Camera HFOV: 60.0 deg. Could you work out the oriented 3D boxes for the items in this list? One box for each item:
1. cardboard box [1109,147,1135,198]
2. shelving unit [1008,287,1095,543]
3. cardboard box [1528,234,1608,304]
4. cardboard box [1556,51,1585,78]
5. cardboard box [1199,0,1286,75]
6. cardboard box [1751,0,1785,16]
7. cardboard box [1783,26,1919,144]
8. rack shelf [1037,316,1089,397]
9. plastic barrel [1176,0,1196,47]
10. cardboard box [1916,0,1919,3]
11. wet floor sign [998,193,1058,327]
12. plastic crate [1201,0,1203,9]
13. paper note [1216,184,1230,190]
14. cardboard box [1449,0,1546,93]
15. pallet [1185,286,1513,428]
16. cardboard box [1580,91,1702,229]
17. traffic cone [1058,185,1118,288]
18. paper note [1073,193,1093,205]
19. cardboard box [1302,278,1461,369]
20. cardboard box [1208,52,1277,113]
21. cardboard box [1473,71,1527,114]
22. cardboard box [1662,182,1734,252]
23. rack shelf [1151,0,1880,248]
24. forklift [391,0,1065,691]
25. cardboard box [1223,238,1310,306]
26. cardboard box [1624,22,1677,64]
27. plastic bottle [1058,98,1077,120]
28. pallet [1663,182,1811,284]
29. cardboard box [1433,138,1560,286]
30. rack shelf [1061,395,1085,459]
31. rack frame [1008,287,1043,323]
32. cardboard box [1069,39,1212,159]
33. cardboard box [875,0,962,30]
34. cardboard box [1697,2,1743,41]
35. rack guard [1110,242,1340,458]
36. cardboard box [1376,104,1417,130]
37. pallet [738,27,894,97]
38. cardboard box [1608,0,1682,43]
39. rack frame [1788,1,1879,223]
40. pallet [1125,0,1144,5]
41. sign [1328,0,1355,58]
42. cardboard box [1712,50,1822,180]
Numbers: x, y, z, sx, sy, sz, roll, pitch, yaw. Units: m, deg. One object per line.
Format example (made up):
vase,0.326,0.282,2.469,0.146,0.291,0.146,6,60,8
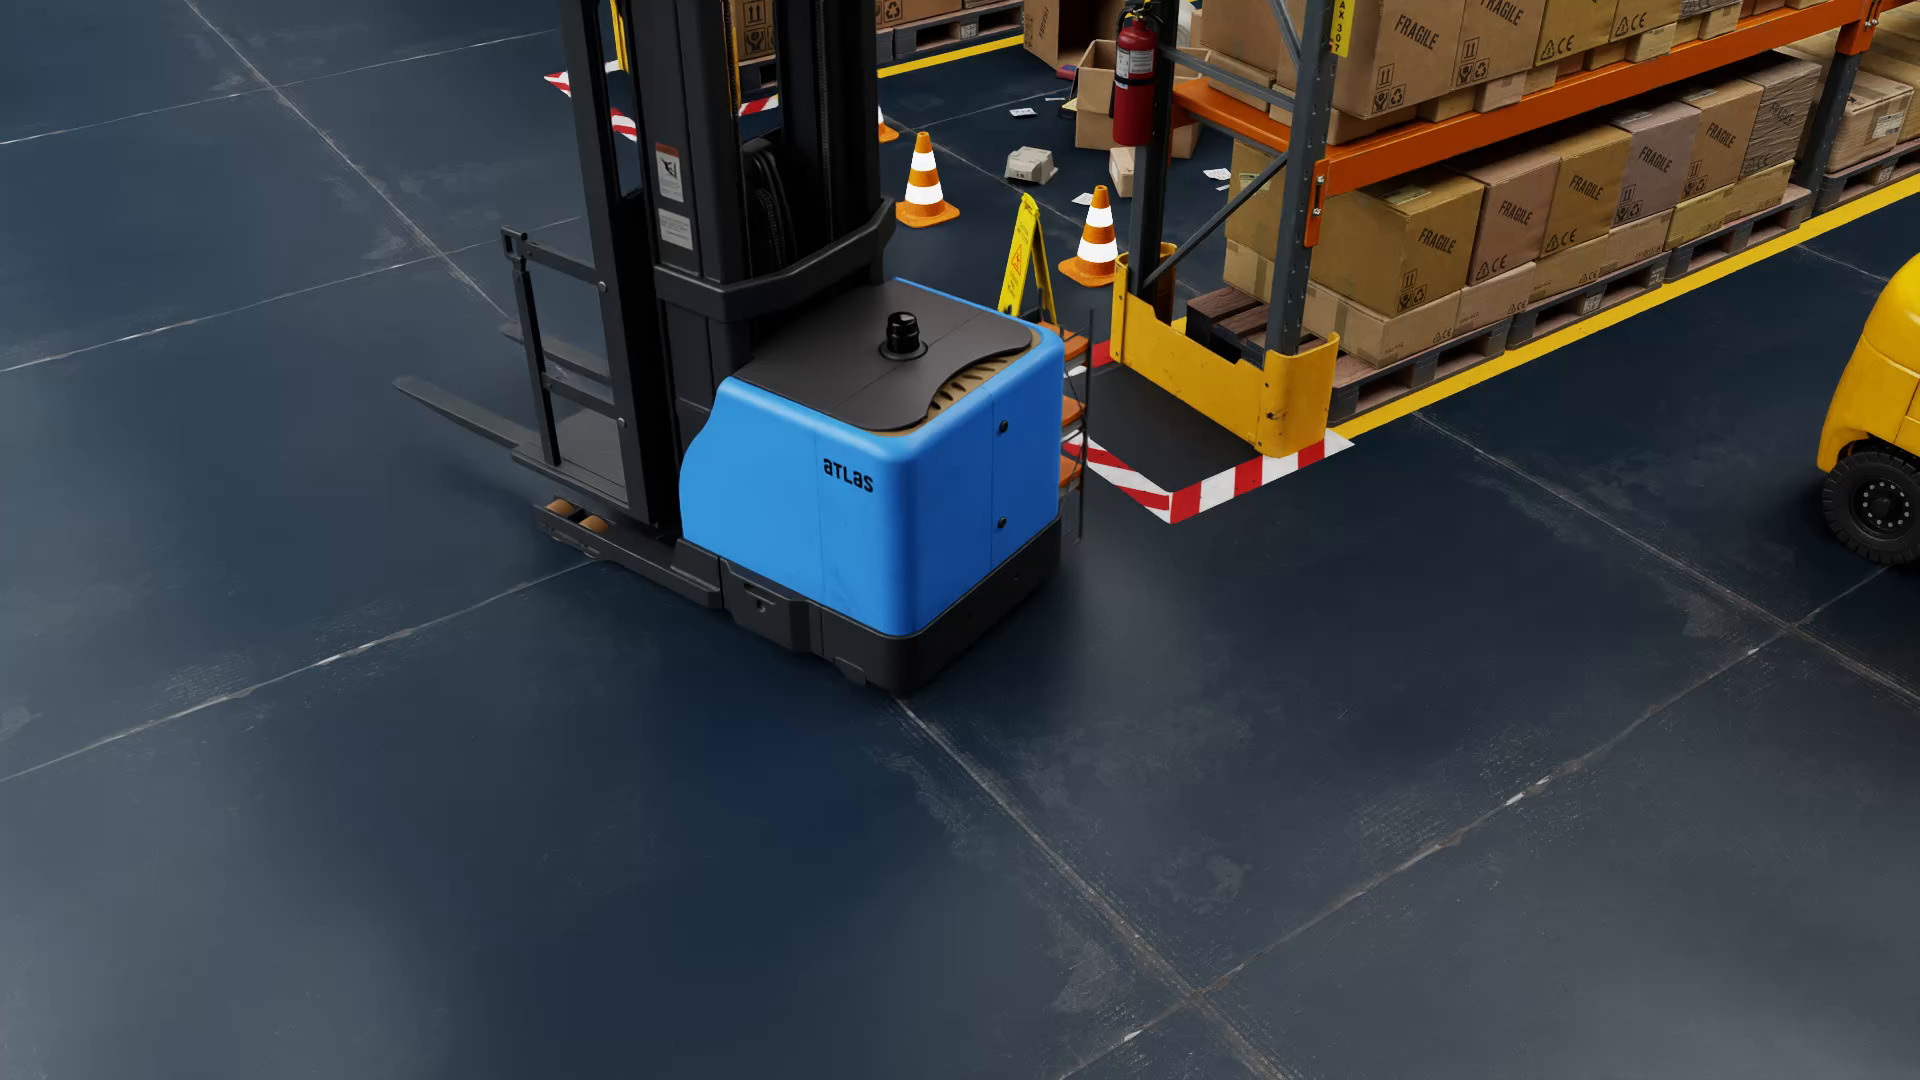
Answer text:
cardboard box,1.015,-2.118,9.568,0.250,0.149,0.380,-3,36,-4
shelving unit,0.337,-0.437,6.459,0.252,1.050,0.215,27,44,32
cardboard box,2.787,-1.422,8.153,0.500,0.250,0.500,-20,40,-25
cardboard box,2.574,-2.210,7.470,0.250,0.149,0.380,-21,41,-26
cardboard box,1.393,-2.346,7.103,0.500,0.500,0.500,-23,42,-29
cardboard box,3.832,-2.723,8.182,0.250,0.149,0.380,-22,41,-28
cardboard box,5.390,-2.741,9.883,0.625,0.372,0.950,-20,40,-25
rack shelf,0.337,-0.659,6.299,0.240,0.259,0.215,27,44,32
plastic barrel,1.400,-3.385,11.094,0.421,0.421,0.512,3,36,4
cardboard box,6.581,-3.228,10.560,0.625,0.372,0.950,-23,42,-29
wet floor sign,0.336,-1.362,8.091,0.232,0.644,0.267,-9,37,-12
plastic crate,2.056,-3.743,11.744,0.662,0.188,0.450,-3,26,-4
paper note,1.530,-2.031,9.565,0.123,0.001,0.032,-22,41,-28
cardboard box,2.076,-2.235,6.948,0.500,0.500,0.500,-21,41,-27
pallet,1.854,-1.021,7.988,1.213,0.211,1.003,-22,41,-28
cardboard box,3.217,-1.904,8.181,0.500,0.500,0.500,-20,40,-26
traffic cone,0.716,-1.601,8.580,0.334,0.463,0.336,-22,41,-28
paper note,0.734,-1.933,9.412,0.148,0.019,0.142,22,41,28
cardboard box,1.926,-1.064,7.656,0.500,0.250,0.500,-23,42,-28
cardboard box,1.290,-1.997,7.172,0.250,0.149,0.380,-21,41,-26
cardboard box,2.200,-1.990,7.163,0.250,0.149,0.380,-22,41,-27
cardboard box,3.619,-1.759,8.622,0.500,0.250,0.500,-24,42,-29
rack shelf,2.743,-2.251,7.927,4.000,0.370,1.077,-22,41,-28
forklift,-1.097,-1.342,6.105,3.031,2.935,1.130,23,42,29
cardboard box,1.633,-1.333,8.030,0.500,0.250,0.500,-23,41,-28
cardboard box,3.046,-2.342,7.652,0.250,0.149,0.380,-22,41,-28
plastic bottle,0.745,-2.735,10.500,0.133,0.061,0.283,22,41,28
pallet,3.849,-1.841,9.129,1.213,0.211,1.003,-22,41,-28
cardboard box,2.370,-1.555,7.696,0.500,0.500,0.500,-24,42,-29
rack shelf,0.337,-0.429,6.465,0.240,0.259,0.215,27,44,32
rack frame,0.246,-0.484,6.524,0.008,1.050,0.200,27,44,32
cardboard box,1.085,-2.656,10.012,0.797,0.503,0.637,9,37,12
cardboard box,-0.592,-4.064,11.291,0.875,0.875,0.875,-23,42,-29
cardboard box,3.462,-2.517,7.896,0.250,0.149,0.380,-23,42,-29
rack guard,1.170,-0.881,7.547,0.348,0.500,1.175,-22,41,-28
cardboard box,1.703,-1.876,7.004,0.250,0.149,0.380,-22,41,-27
pallet,-1.218,-3.373,11.260,1.213,0.211,1.003,-22,41,-28
cardboard box,2.903,-2.582,7.430,0.500,0.500,0.500,-23,42,-29
rack frame,4.377,-3.216,8.653,0.127,3.000,1.000,-22,41,-28
pallet,0.777,-4.194,12.401,1.213,0.211,1.003,-22,41,-28
sign,1.420,-1.963,6.169,0.005,0.325,0.100,-22,41,-28
cardboard box,4.048,-2.248,8.659,0.500,0.500,0.500,-23,42,-28
